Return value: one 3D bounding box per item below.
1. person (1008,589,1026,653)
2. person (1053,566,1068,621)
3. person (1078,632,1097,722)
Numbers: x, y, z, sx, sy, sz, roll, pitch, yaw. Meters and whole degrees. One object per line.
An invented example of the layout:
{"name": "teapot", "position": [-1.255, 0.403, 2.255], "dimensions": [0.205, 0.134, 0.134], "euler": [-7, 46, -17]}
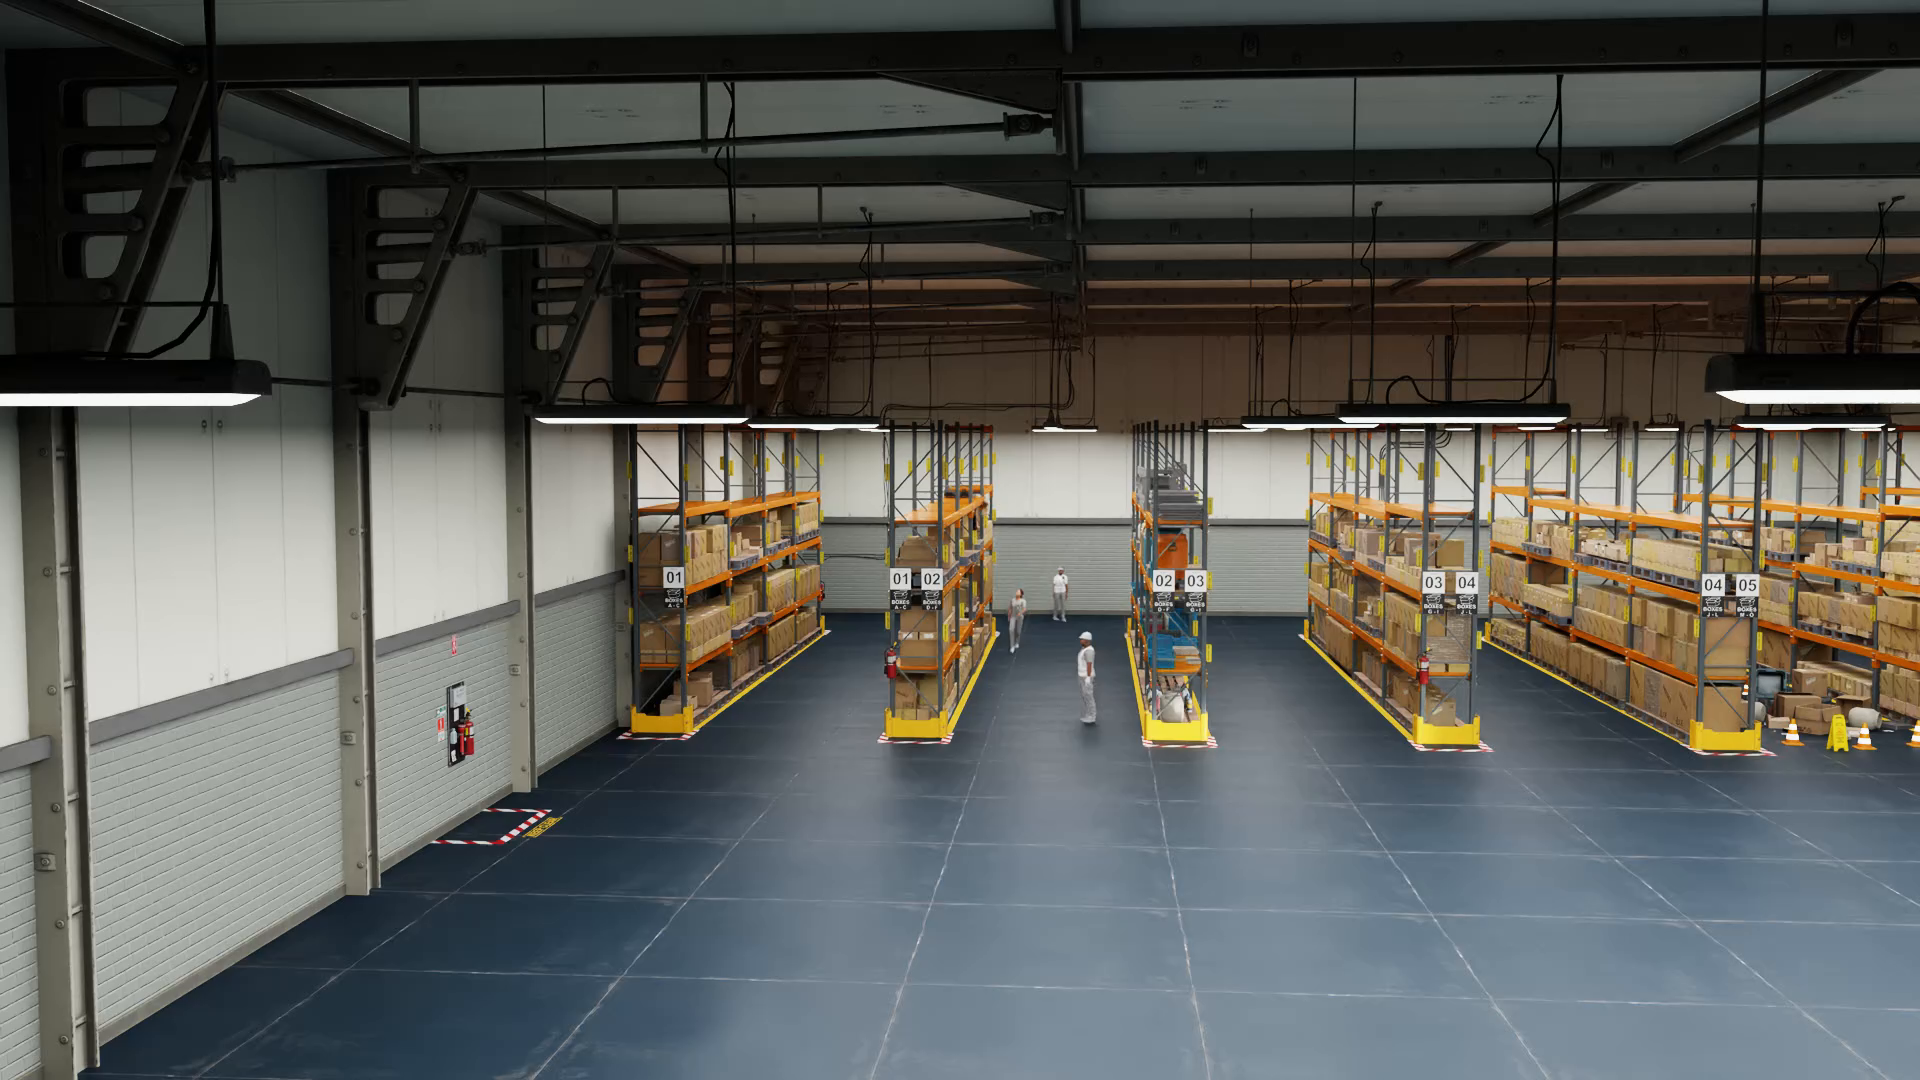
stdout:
{"name": "person", "position": [1.507, 2.108, 43.927], "dimensions": [0.487, 1.633, 0.982], "euler": [0, 4, 5]}
{"name": "person", "position": [3.085, 1.648, 51.245], "dimensions": [0.466, 1.701, 0.462], "euler": [-1, 4, -16]}
{"name": "person", "position": [2.527, 2.740, 33.110], "dimensions": [0.369, 1.823, 0.652], "euler": [0, 4, -3]}
